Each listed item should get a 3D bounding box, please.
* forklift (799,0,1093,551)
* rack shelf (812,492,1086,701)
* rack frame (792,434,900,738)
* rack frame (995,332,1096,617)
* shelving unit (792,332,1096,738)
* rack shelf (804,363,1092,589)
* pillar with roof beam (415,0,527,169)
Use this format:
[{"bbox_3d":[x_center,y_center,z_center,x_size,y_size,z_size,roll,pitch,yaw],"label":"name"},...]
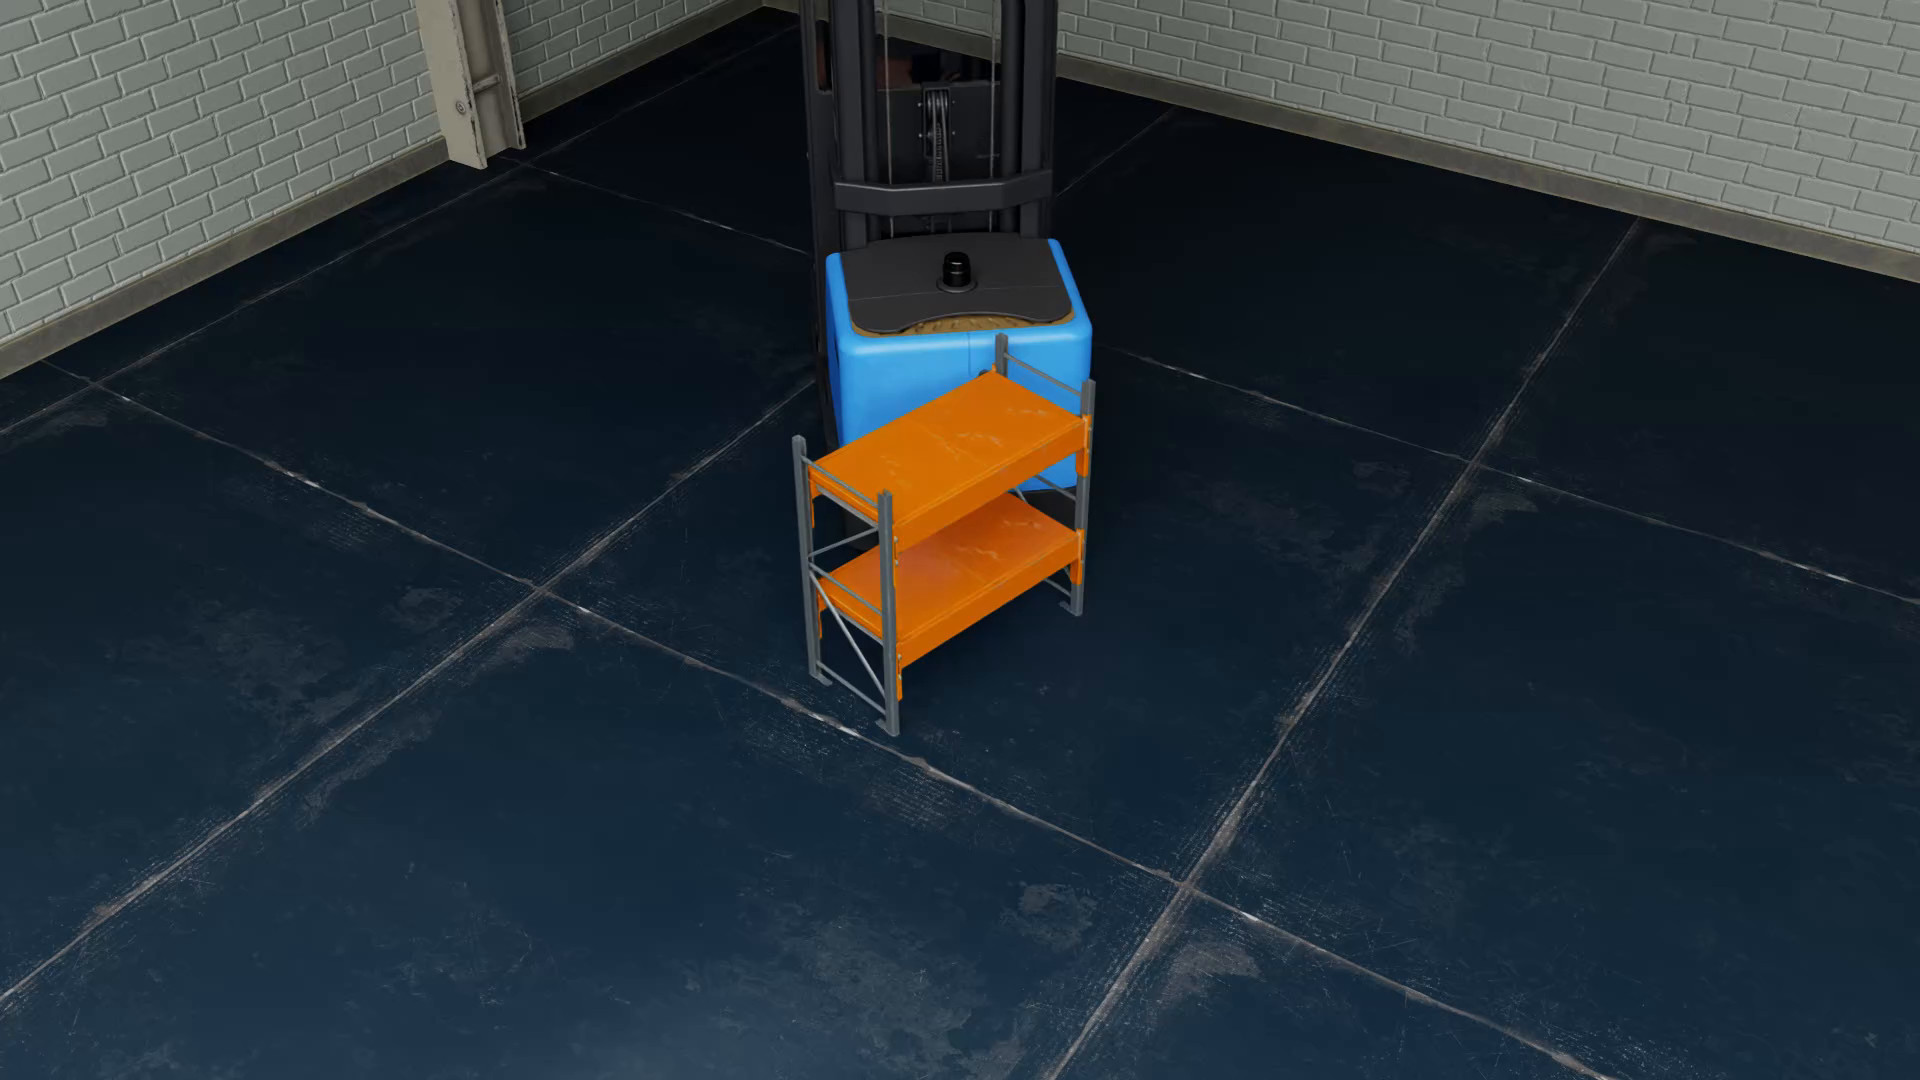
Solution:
[{"bbox_3d":[-0.165,-2.008,7.454,1.130,2.935,3.031,-5,38,-6],"label":"forklift"},{"bbox_3d":[-0.045,0.165,6.515,1.000,0.278,0.538,-30,47,-33],"label":"rack shelf"},{"bbox_3d":[-0.412,0.186,6.087,0.032,1.125,0.500,-30,47,-33],"label":"rack frame"},{"bbox_3d":[0.321,-0.244,6.645,0.032,1.125,0.500,-30,47,-33],"label":"rack frame"},{"bbox_3d":[-0.045,-0.029,6.366,1.048,1.125,0.538,-30,47,-33],"label":"shelving unit"},{"bbox_3d":[-0.045,-0.261,6.187,1.000,0.278,0.538,-30,47,-33],"label":"rack shelf"},{"bbox_3d":[0.677,-4.579,5.820,9.100,9.000,0.400,21,42,25],"label":"pillar with roof beam"}]
